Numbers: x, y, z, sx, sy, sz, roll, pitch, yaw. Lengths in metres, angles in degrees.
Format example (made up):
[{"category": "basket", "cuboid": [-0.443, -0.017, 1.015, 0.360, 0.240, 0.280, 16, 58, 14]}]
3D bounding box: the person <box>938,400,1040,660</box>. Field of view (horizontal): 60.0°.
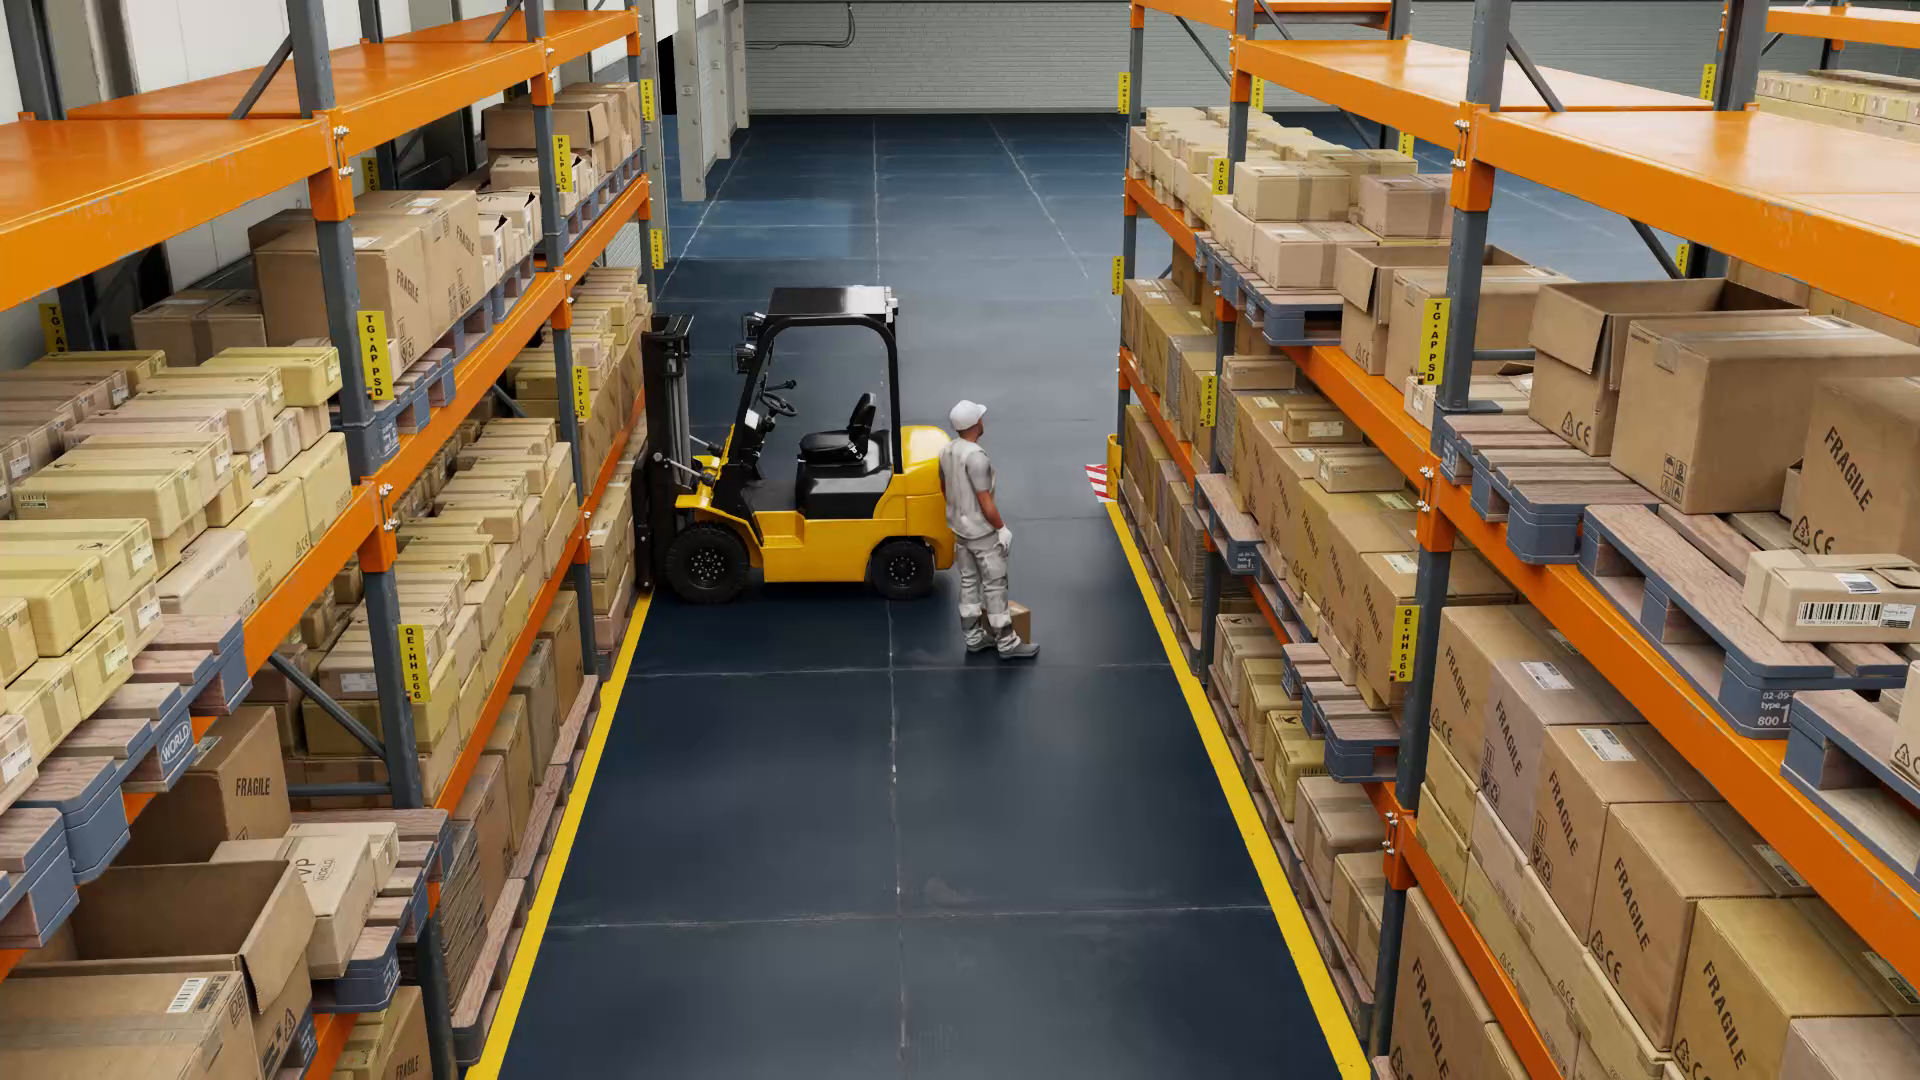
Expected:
[{"category": "person", "cuboid": [0.176, -0.087, 11.251, 0.564, 1.787, 0.635, -12, 24, -30]}]
